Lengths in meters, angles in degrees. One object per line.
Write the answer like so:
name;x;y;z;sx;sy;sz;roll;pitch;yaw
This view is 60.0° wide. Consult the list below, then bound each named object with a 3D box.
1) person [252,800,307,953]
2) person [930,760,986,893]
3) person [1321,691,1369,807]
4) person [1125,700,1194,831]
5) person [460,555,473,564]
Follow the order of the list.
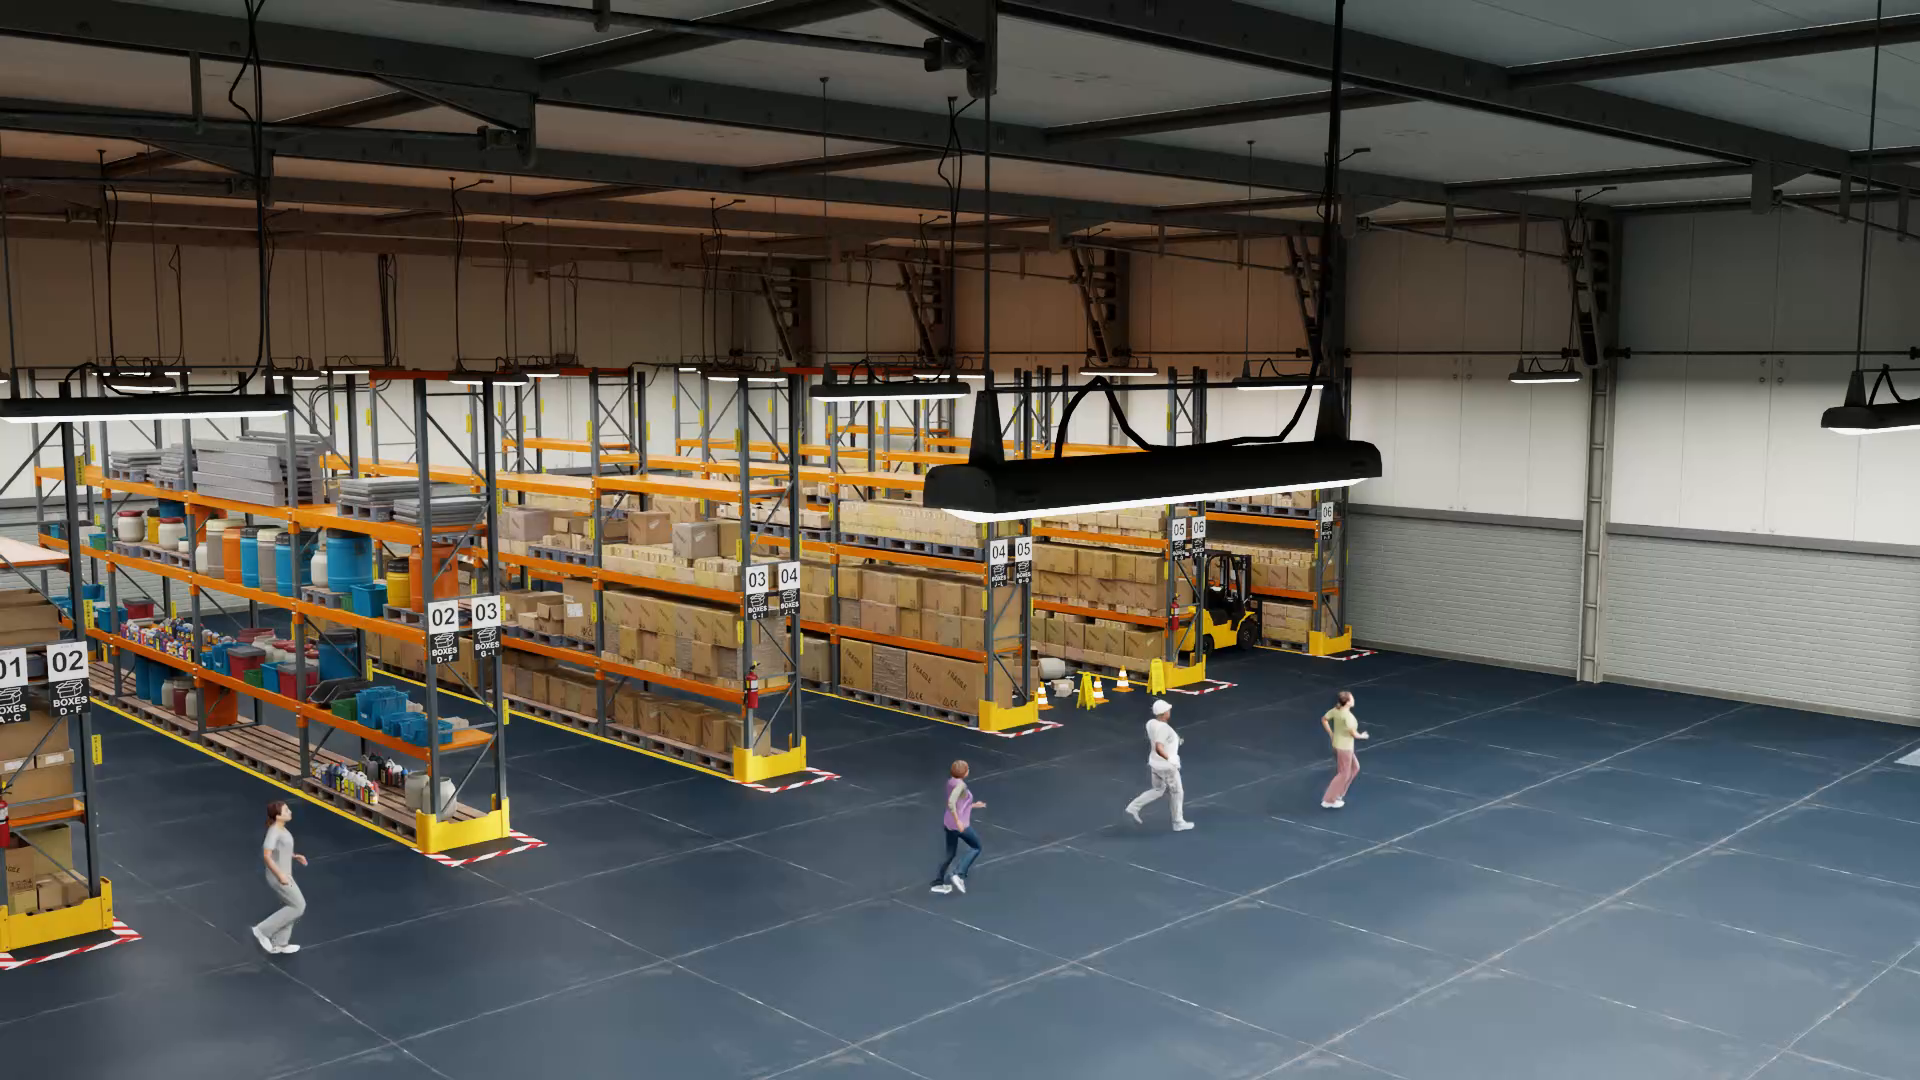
person;-7.180;3.549;17.538;0.559;1.638;0.579;-2;7;-21
person;-0.008;3.348;19.425;0.731;1.578;0.500;-3;7;-27
person;5.335;2.913;23.077;0.647;1.678;0.605;-1;7;-10
person;2.661;2.978;21.928;0.941;1.763;0.696;-2;7;-17
person;-11.619;1.007;39.259;0.701;1.749;1.000;2;7;20
